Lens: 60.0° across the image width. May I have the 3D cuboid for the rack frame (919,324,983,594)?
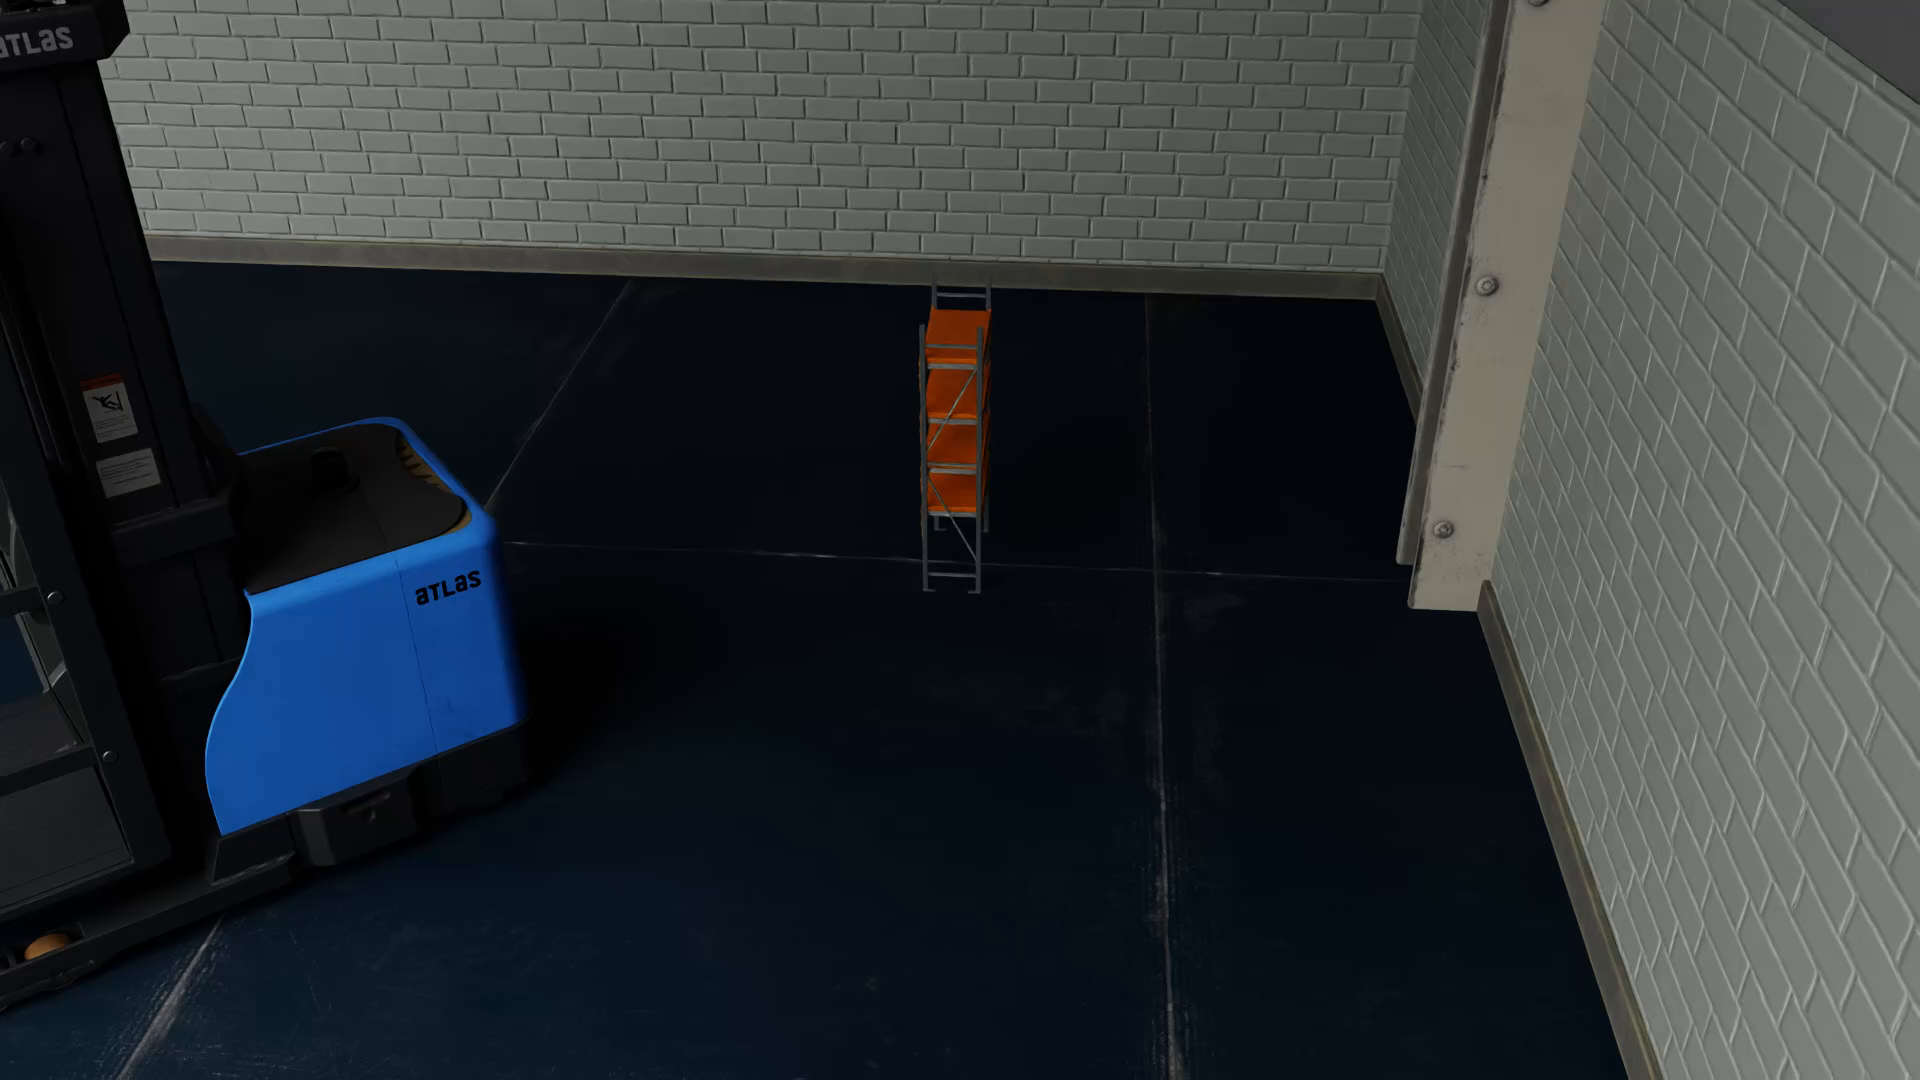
[{"bbox_3d":[-0.033,-0.297,6.588,0.240,1.200,0.015,2,32,4],"label":"rack frame"}]

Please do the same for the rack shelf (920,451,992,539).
[{"bbox_3d":[-0.013,-0.198,6.934,0.258,0.148,0.480,2,32,4],"label":"rack shelf"}]

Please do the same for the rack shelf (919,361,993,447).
[{"bbox_3d":[-0.013,-0.557,6.713,0.258,0.148,0.480,2,32,4],"label":"rack shelf"}]

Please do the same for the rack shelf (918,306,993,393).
[{"bbox_3d":[-0.013,-0.759,6.589,0.258,0.148,0.480,2,32,4],"label":"rack shelf"}]

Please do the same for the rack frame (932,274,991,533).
[{"bbox_3d":[0.006,-0.552,7.002,0.240,1.200,0.015,2,32,4],"label":"rack frame"}]

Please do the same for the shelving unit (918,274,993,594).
[{"bbox_3d":[-0.013,-0.424,6.795,0.258,1.200,0.503,2,32,4],"label":"shelving unit"}]

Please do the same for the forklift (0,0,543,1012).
[{"bbox_3d":[-2.958,-0.143,4.689,3.031,2.935,1.130,-20,37,-30],"label":"forklift"}]

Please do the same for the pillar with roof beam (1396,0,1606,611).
[{"bbox_3d":[-2.285,-3.833,4.893,9.100,9.000,0.400,2,32,4],"label":"pillar with roof beam"}]

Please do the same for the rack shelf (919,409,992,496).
[{"bbox_3d":[-0.013,-0.367,6.830,0.258,0.148,0.480,2,32,4],"label":"rack shelf"}]
